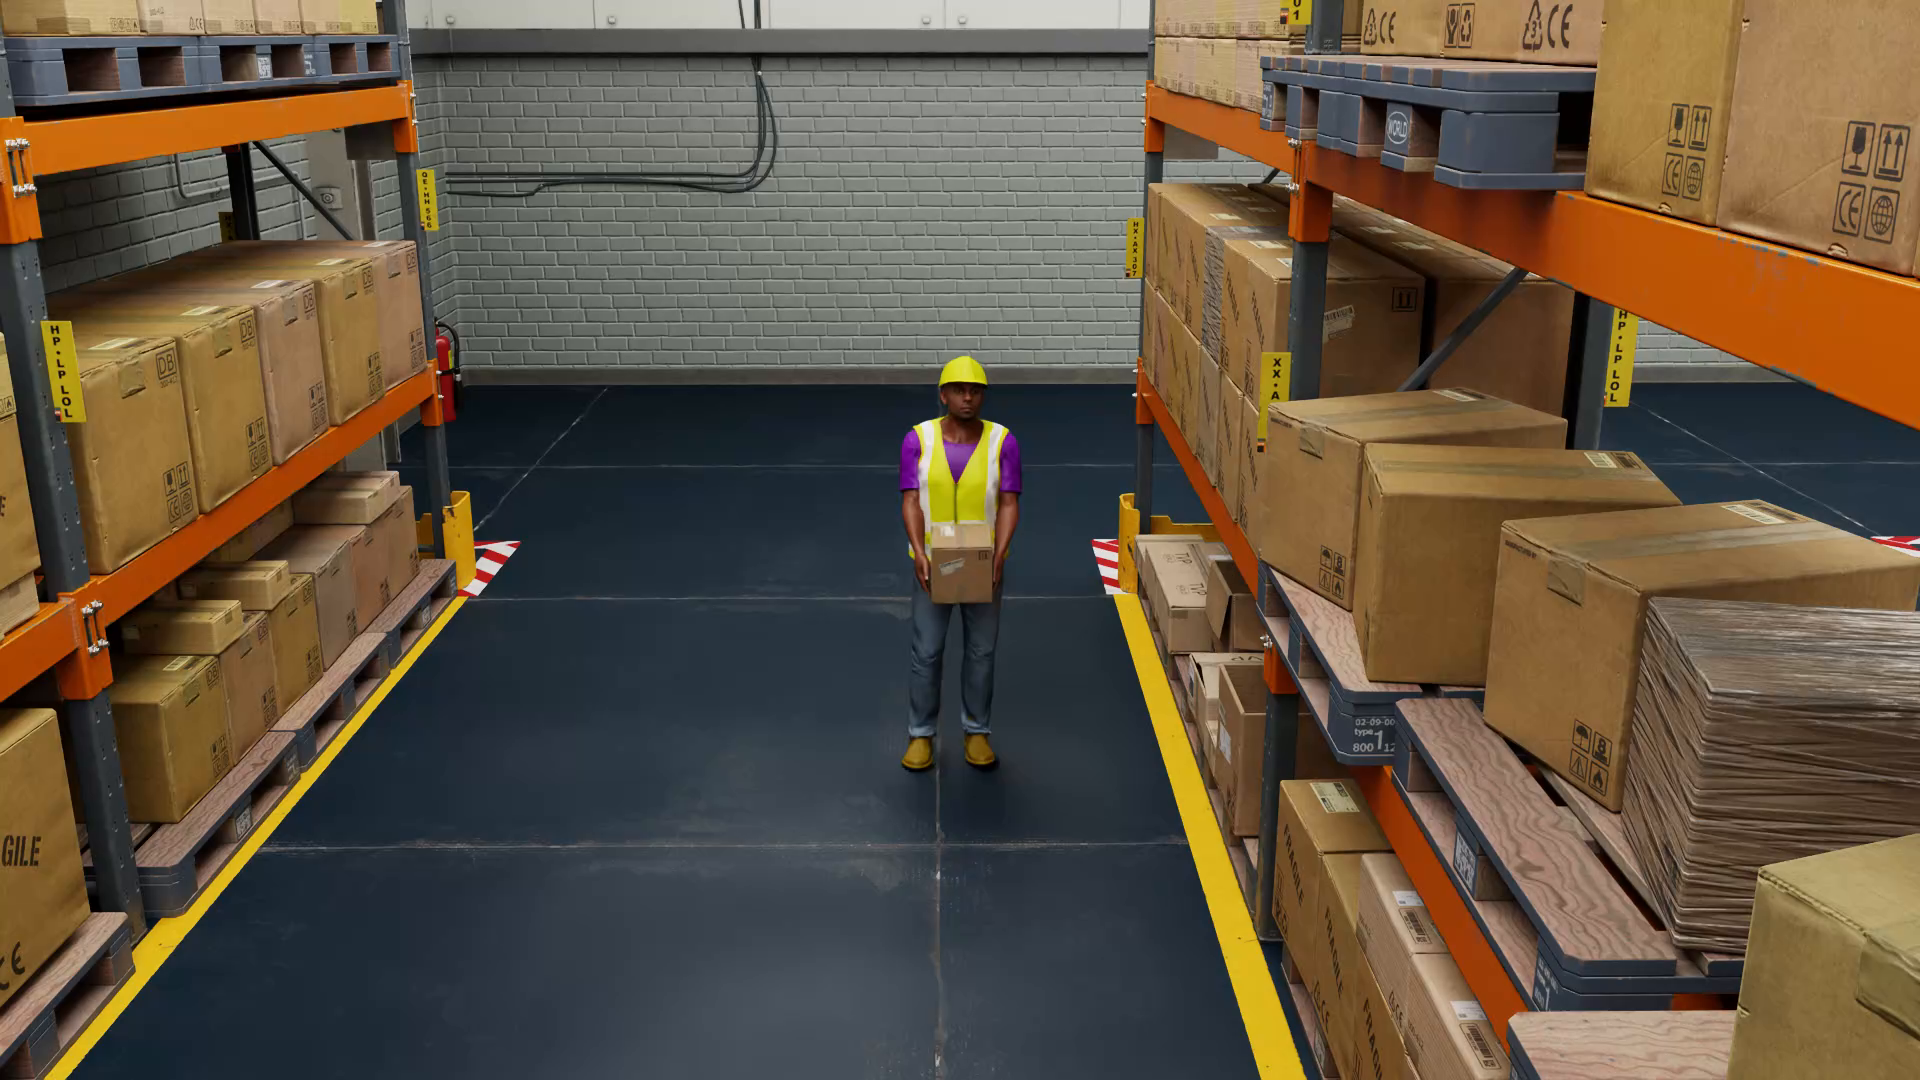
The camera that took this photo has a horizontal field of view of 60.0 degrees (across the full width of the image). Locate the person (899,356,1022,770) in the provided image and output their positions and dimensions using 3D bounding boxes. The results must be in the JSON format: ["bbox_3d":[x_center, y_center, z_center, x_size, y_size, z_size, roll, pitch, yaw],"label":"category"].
[{"bbox_3d":[0.004,0.114,7.122,0.524,1.772,0.559,0,17,-1],"label":"person"}]
